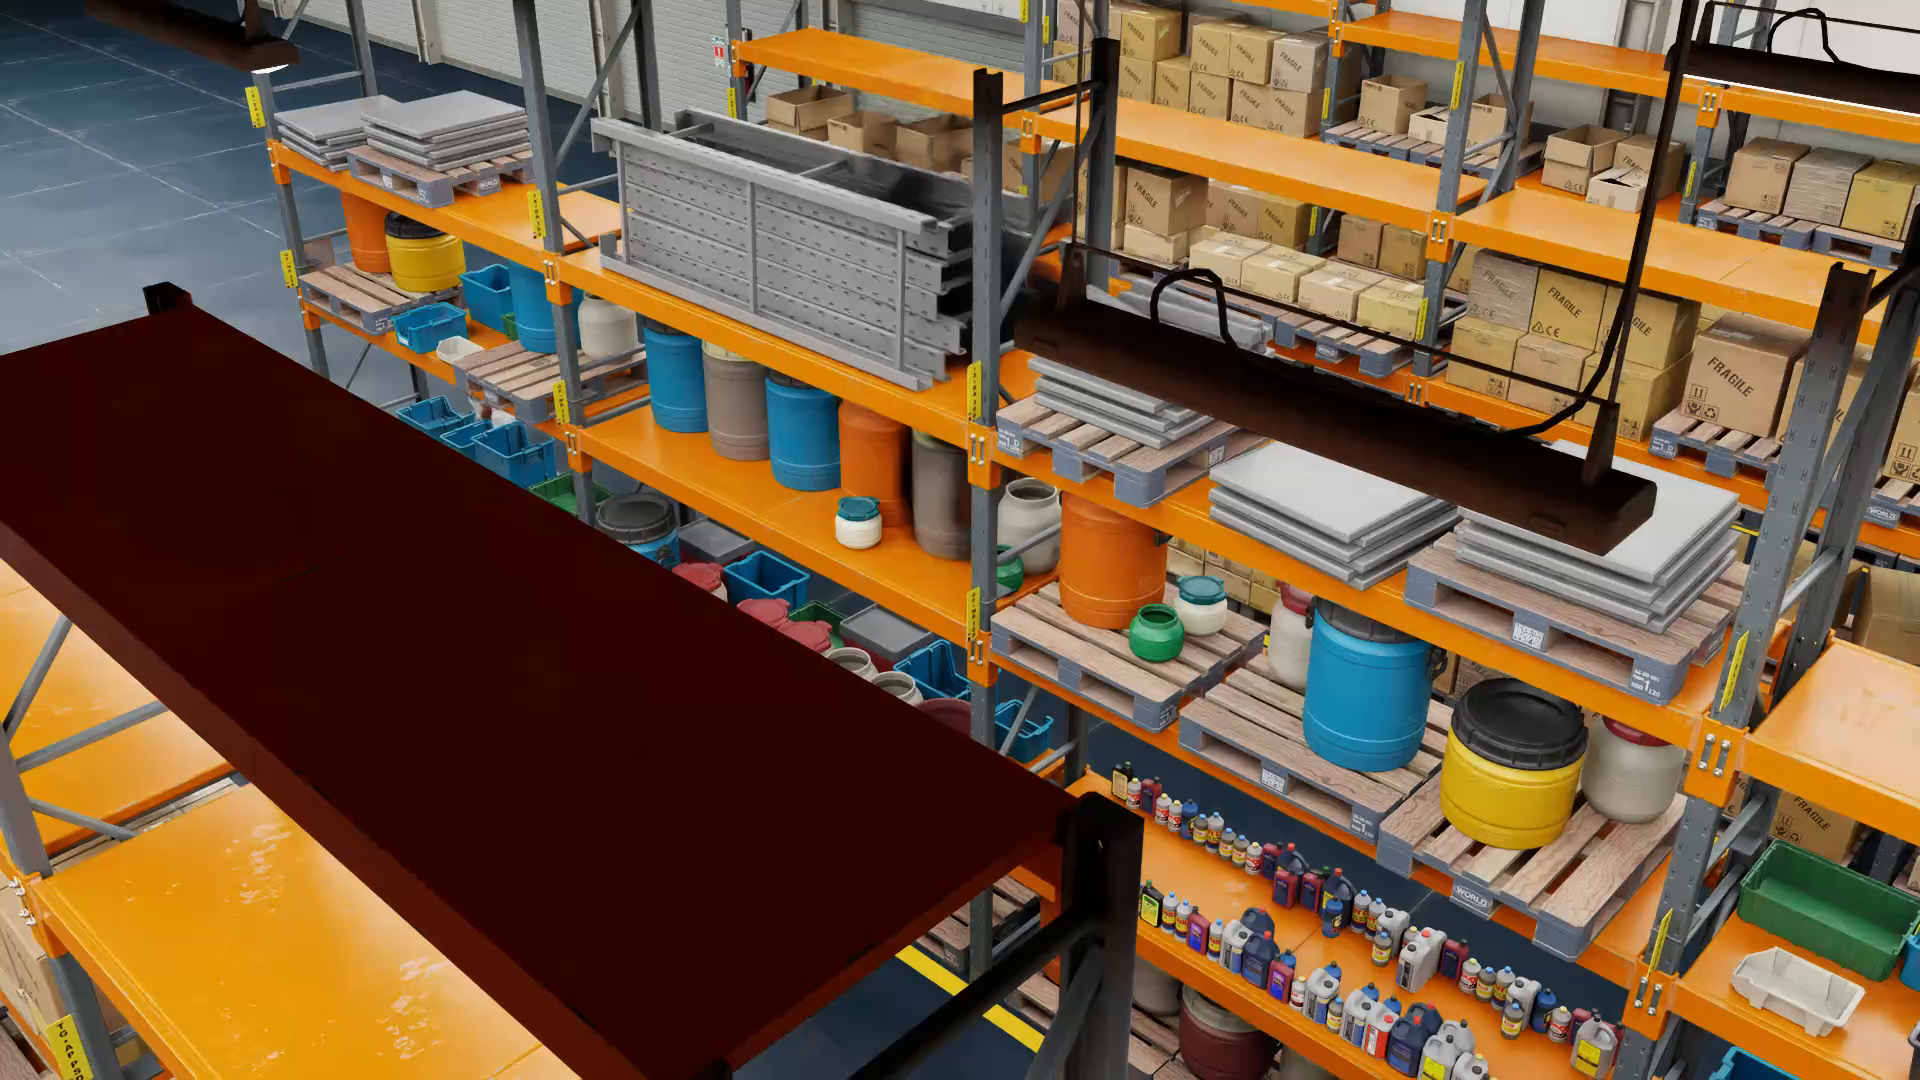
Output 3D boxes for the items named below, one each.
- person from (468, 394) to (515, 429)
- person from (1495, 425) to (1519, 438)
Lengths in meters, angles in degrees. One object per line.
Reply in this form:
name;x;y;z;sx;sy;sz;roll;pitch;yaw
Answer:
person;-4.702;-1.197;16.604;0.542;1.723;0.742;9;31;15
person;4.863;-0.328;15.149;0.596;1.622;0.716;-24;37;-36
